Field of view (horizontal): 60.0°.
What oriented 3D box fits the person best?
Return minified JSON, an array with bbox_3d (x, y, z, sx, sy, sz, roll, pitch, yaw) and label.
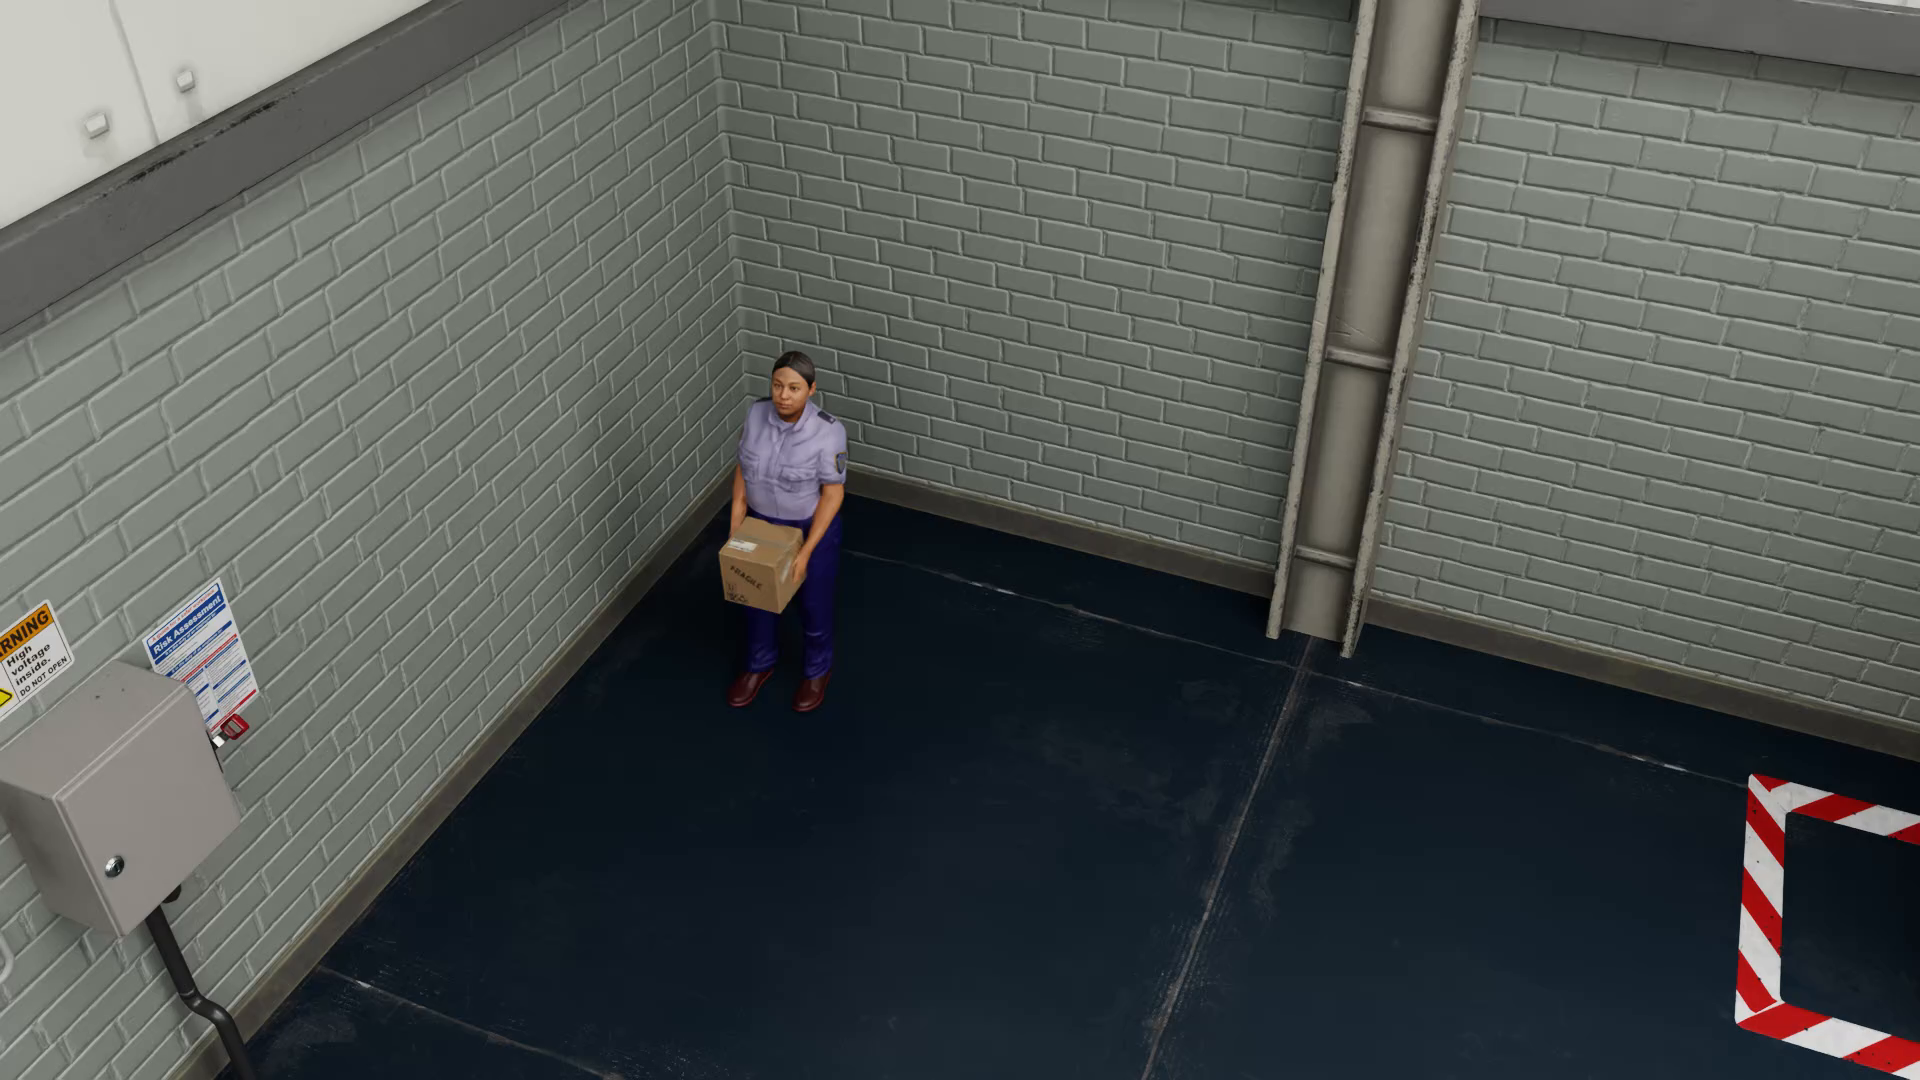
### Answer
[{"bbox_3d":[-0.719,-0.002,6.830,0.522,1.653,0.456,14,40,17],"label":"person"}]
